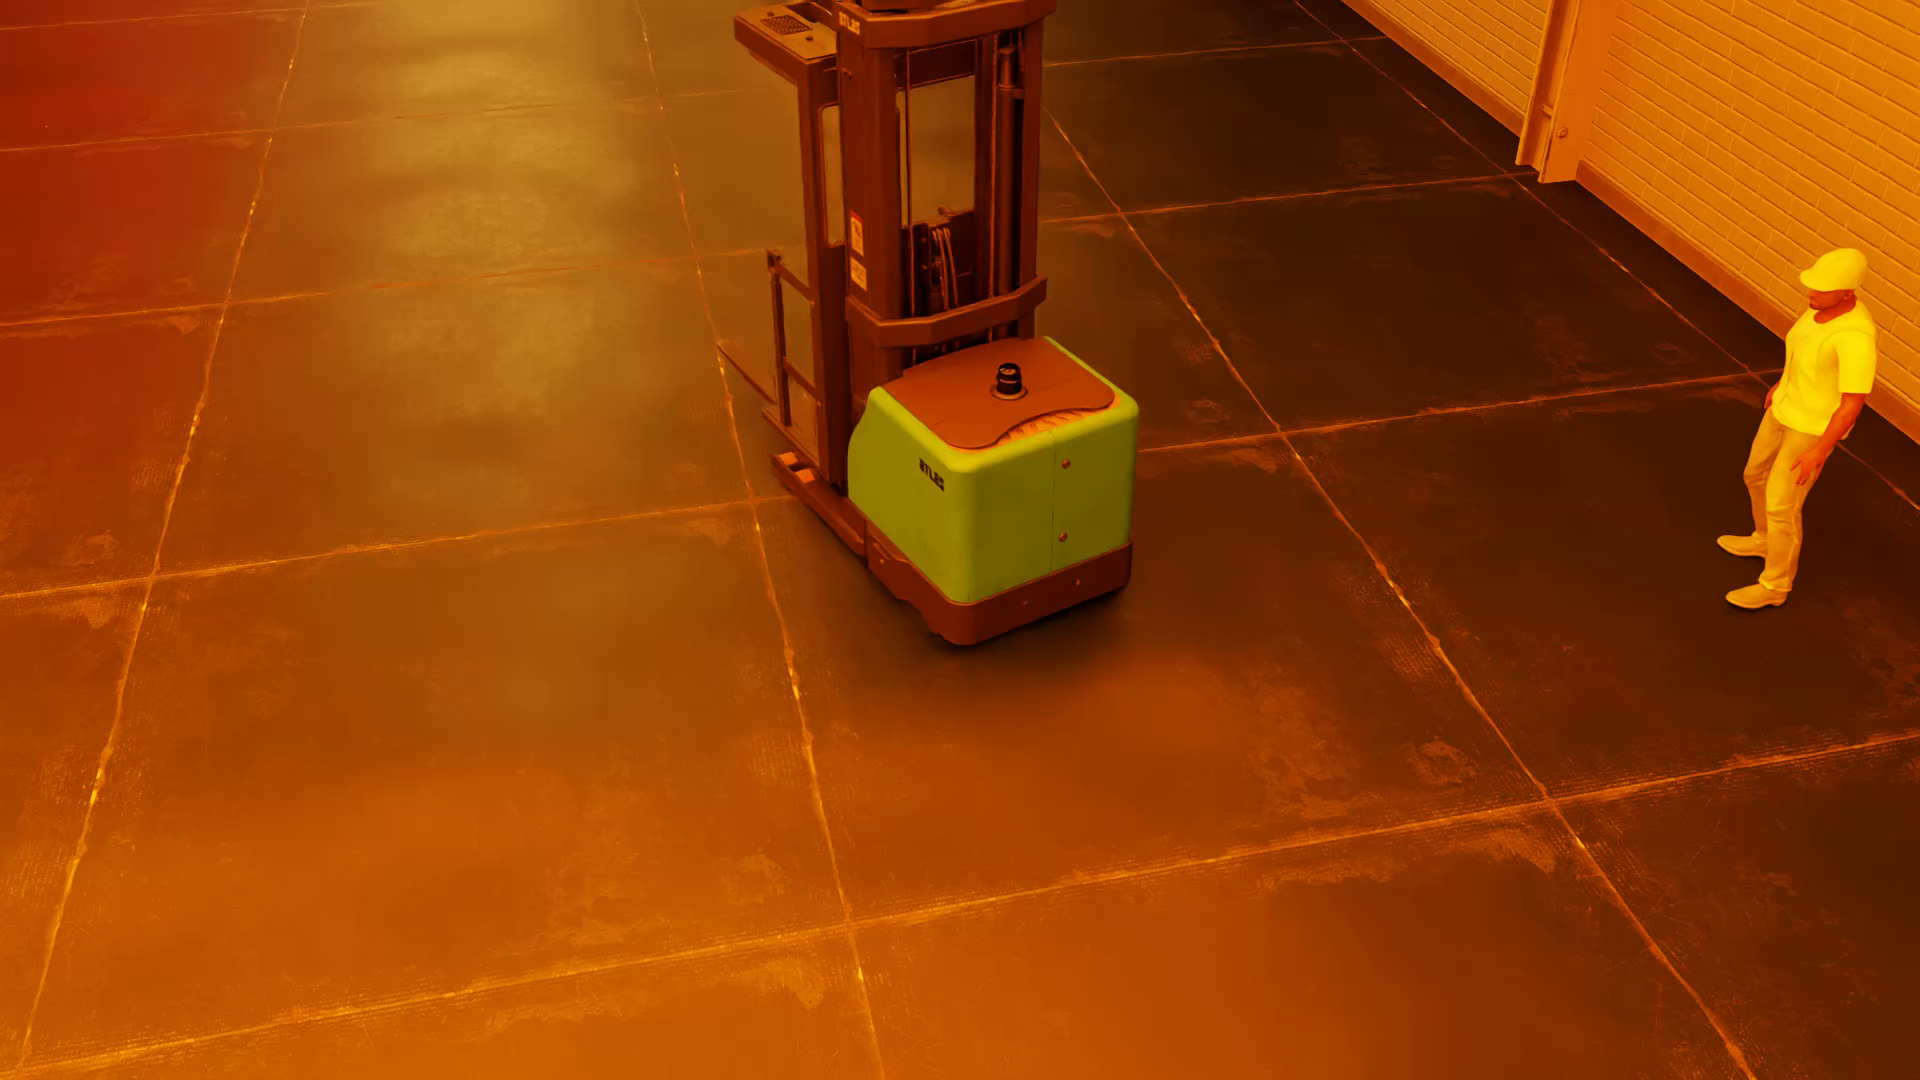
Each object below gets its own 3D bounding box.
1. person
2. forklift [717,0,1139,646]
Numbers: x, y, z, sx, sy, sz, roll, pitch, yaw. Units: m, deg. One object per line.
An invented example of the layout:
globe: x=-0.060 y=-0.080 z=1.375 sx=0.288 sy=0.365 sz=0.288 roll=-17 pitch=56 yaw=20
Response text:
person: x=3.969 y=-0.575 z=7.870 sx=0.416 sy=1.742 sz=0.810 roll=2 pitch=36 yaw=3
forklift: x=-0.360 y=-1.529 z=8.175 sx=1.130 sy=2.935 sz=3.031 roll=-20 pitch=40 yaw=-25
